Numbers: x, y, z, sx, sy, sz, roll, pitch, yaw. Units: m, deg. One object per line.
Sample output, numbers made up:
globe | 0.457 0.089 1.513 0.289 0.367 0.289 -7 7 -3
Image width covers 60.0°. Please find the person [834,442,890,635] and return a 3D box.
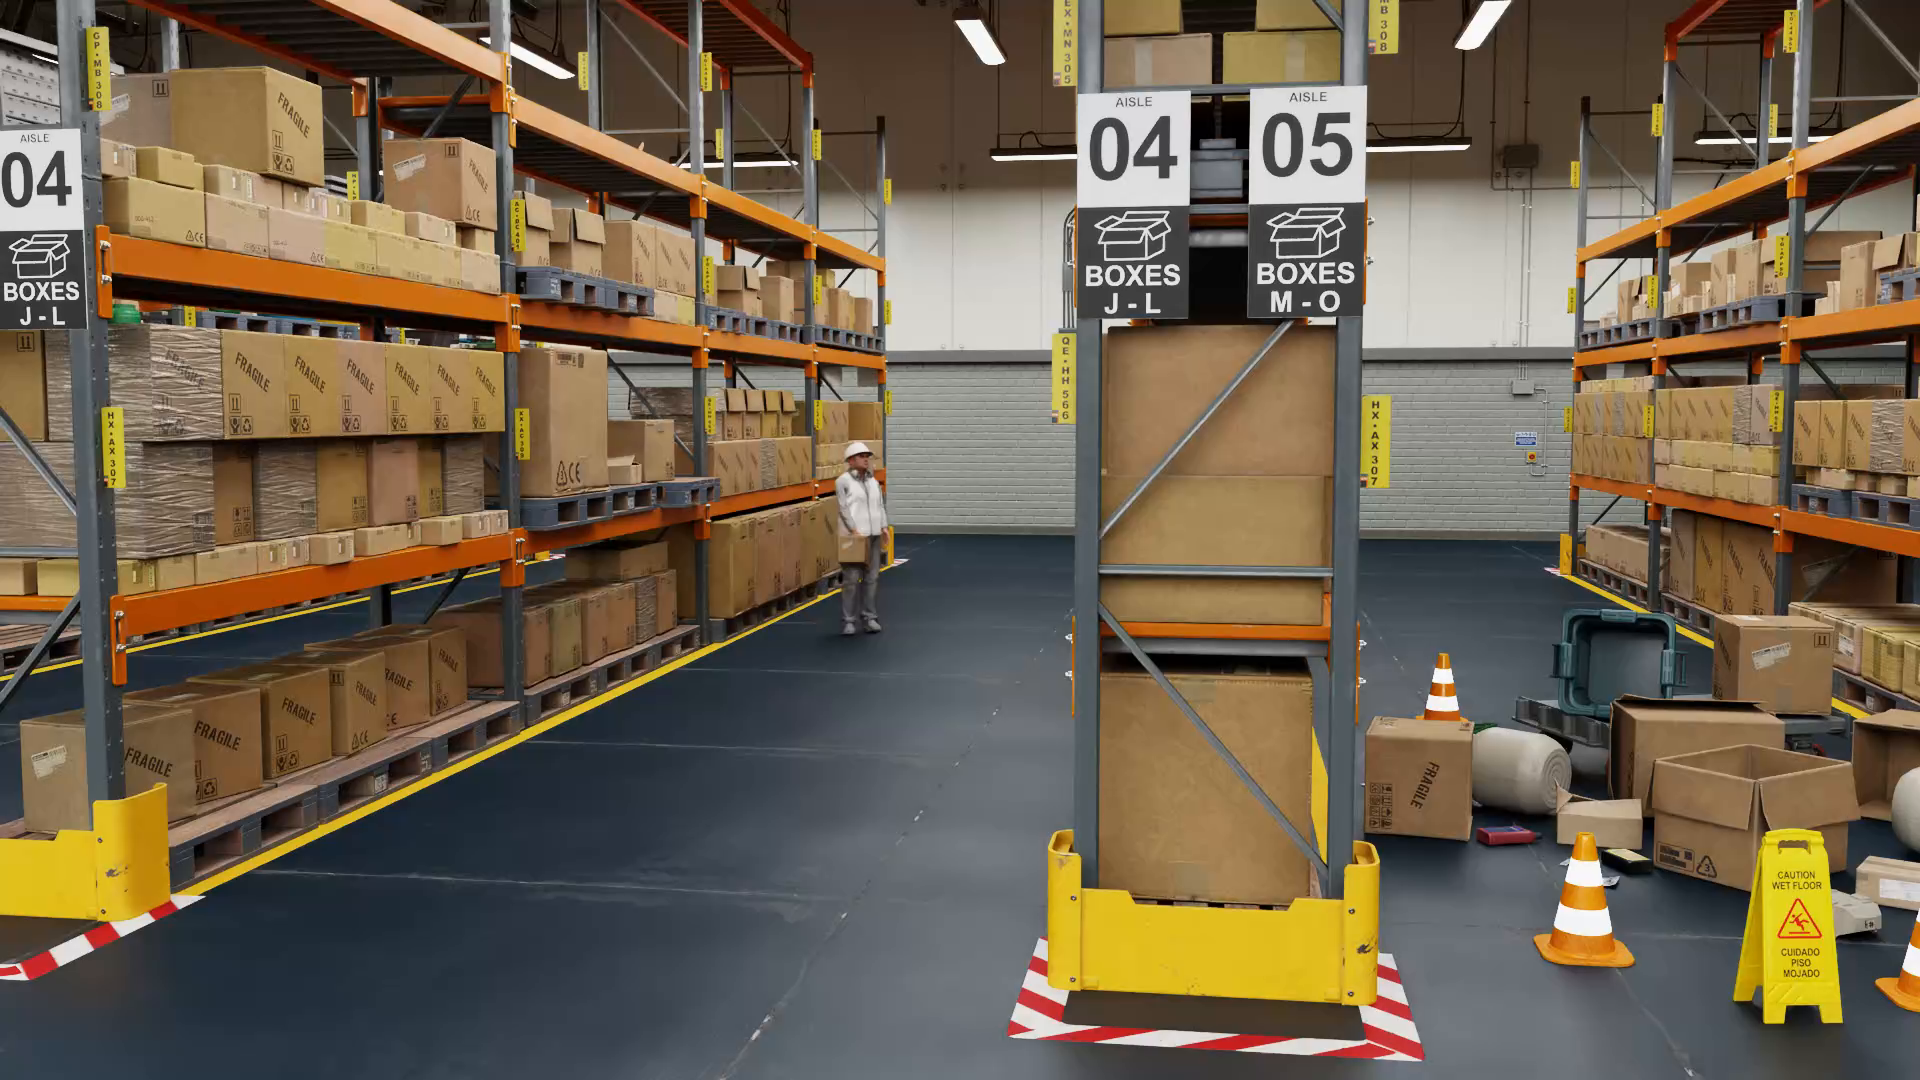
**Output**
person | -0.931 -0.024 15.632 0.586 1.782 0.481 -4 6 -42
